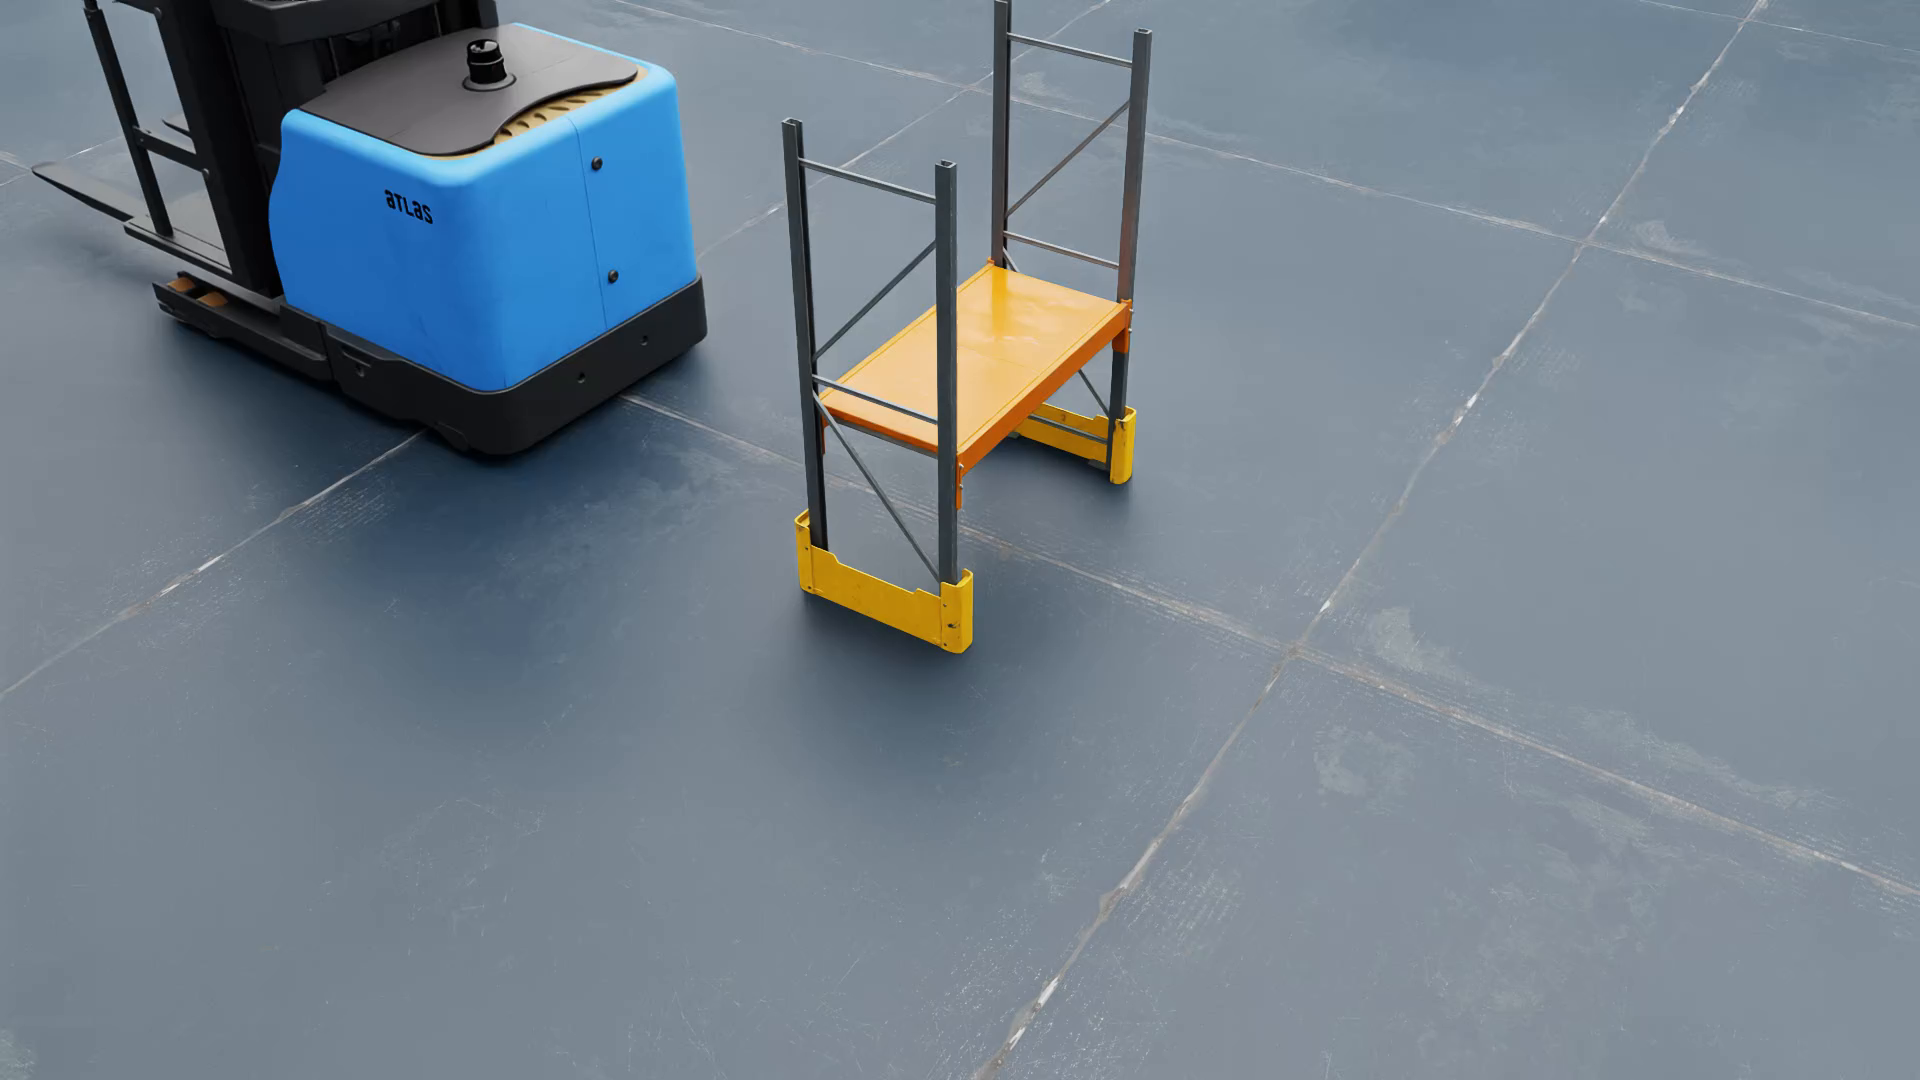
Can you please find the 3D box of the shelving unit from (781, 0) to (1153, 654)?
[{"bbox_3d":[0.041,-0.633,4.843,0.587,1.500,1.083,21,42,25],"label":"shelving unit"}]

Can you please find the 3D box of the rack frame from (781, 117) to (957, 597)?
[{"bbox_3d":[-0.227,-0.376,4.509,0.500,1.500,0.032,21,42,25],"label":"rack frame"}]

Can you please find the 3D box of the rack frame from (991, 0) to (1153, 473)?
[{"bbox_3d":[0.318,-0.900,5.189,0.500,1.500,0.032,21,42,25],"label":"rack frame"}]

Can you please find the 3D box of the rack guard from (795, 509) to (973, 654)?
[{"bbox_3d":[-0.226,0.118,4.892,0.587,0.250,0.087,21,42,25],"label":"rack guard"}]

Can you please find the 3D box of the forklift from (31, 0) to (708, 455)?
[{"bbox_3d":[-2.425,-2.157,5.647,3.031,2.935,1.130,24,43,27],"label":"forklift"}]

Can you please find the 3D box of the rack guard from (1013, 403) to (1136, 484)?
[{"bbox_3d":[0.308,-0.395,5.558,0.587,0.250,0.087,21,42,25],"label":"rack guard"}]

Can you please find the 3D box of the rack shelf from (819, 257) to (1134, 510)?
[{"bbox_3d":[0.046,-0.496,4.959,0.538,0.185,1.000,21,42,25],"label":"rack shelf"}]
